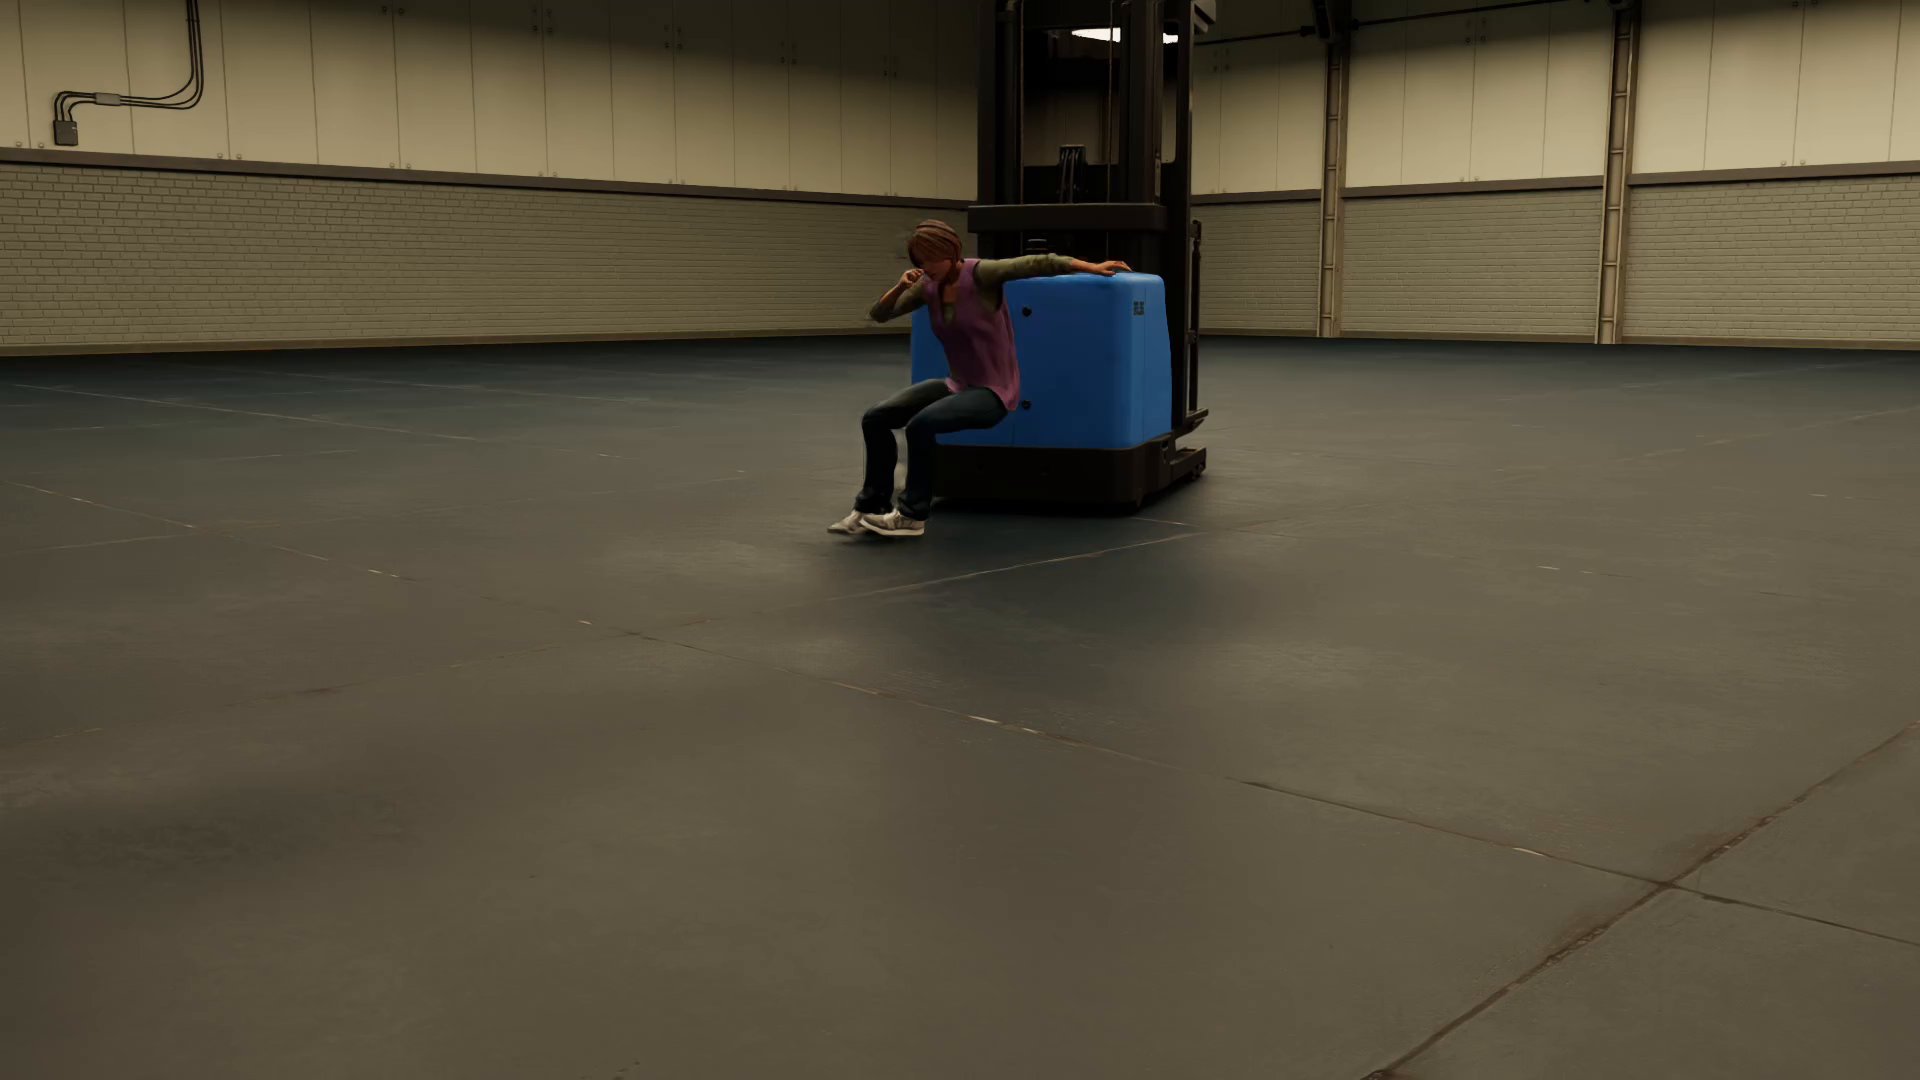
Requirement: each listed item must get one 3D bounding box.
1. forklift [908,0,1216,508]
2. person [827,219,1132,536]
[{"bbox_3d":[0.698,-1.772,8.642,1.130,2.935,3.031,3,9,18],"label":"forklift"},{"bbox_3d":[0.034,-0.604,6.576,1.223,1.282,0.639,8,12,44],"label":"person"}]
